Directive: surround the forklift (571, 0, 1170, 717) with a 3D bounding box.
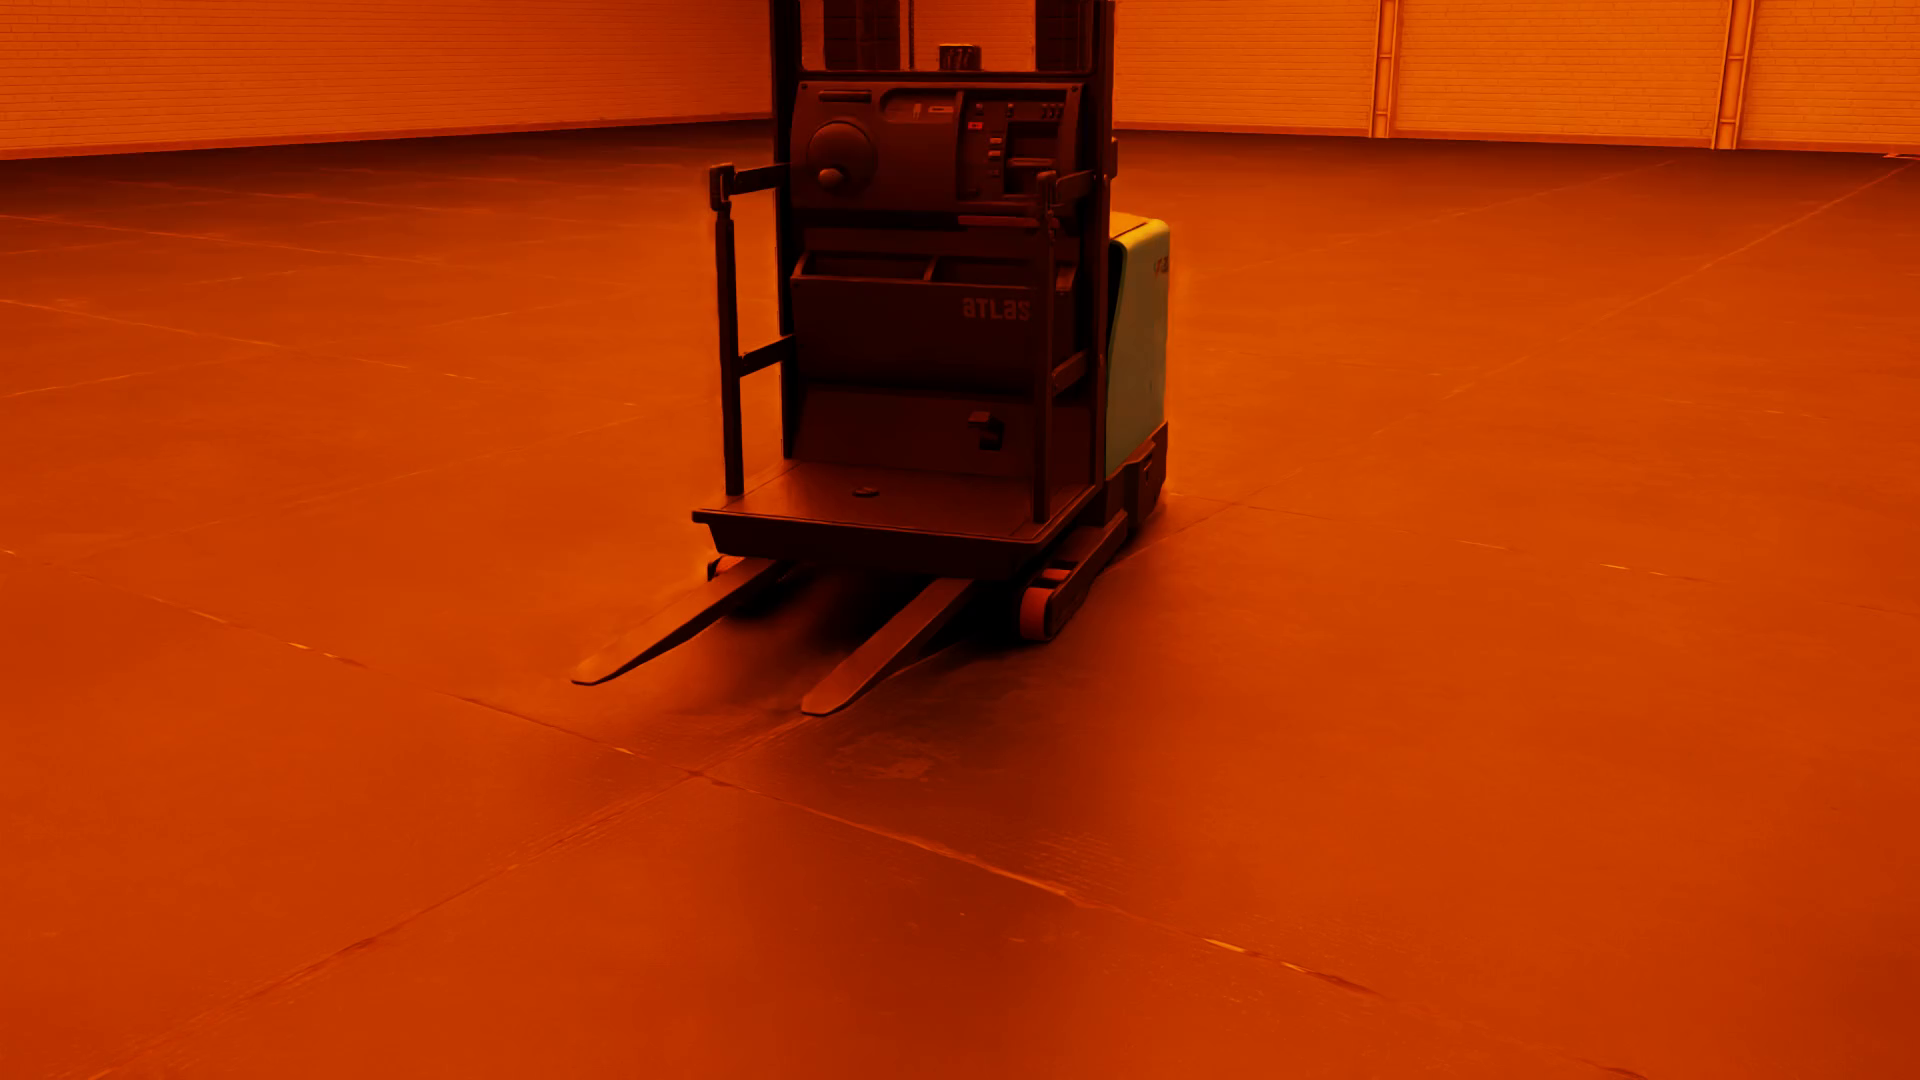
[{"bbox_3d":[-0.148,-1.230,4.945,1.130,2.935,3.031,5,17,18],"label":"forklift"}]
